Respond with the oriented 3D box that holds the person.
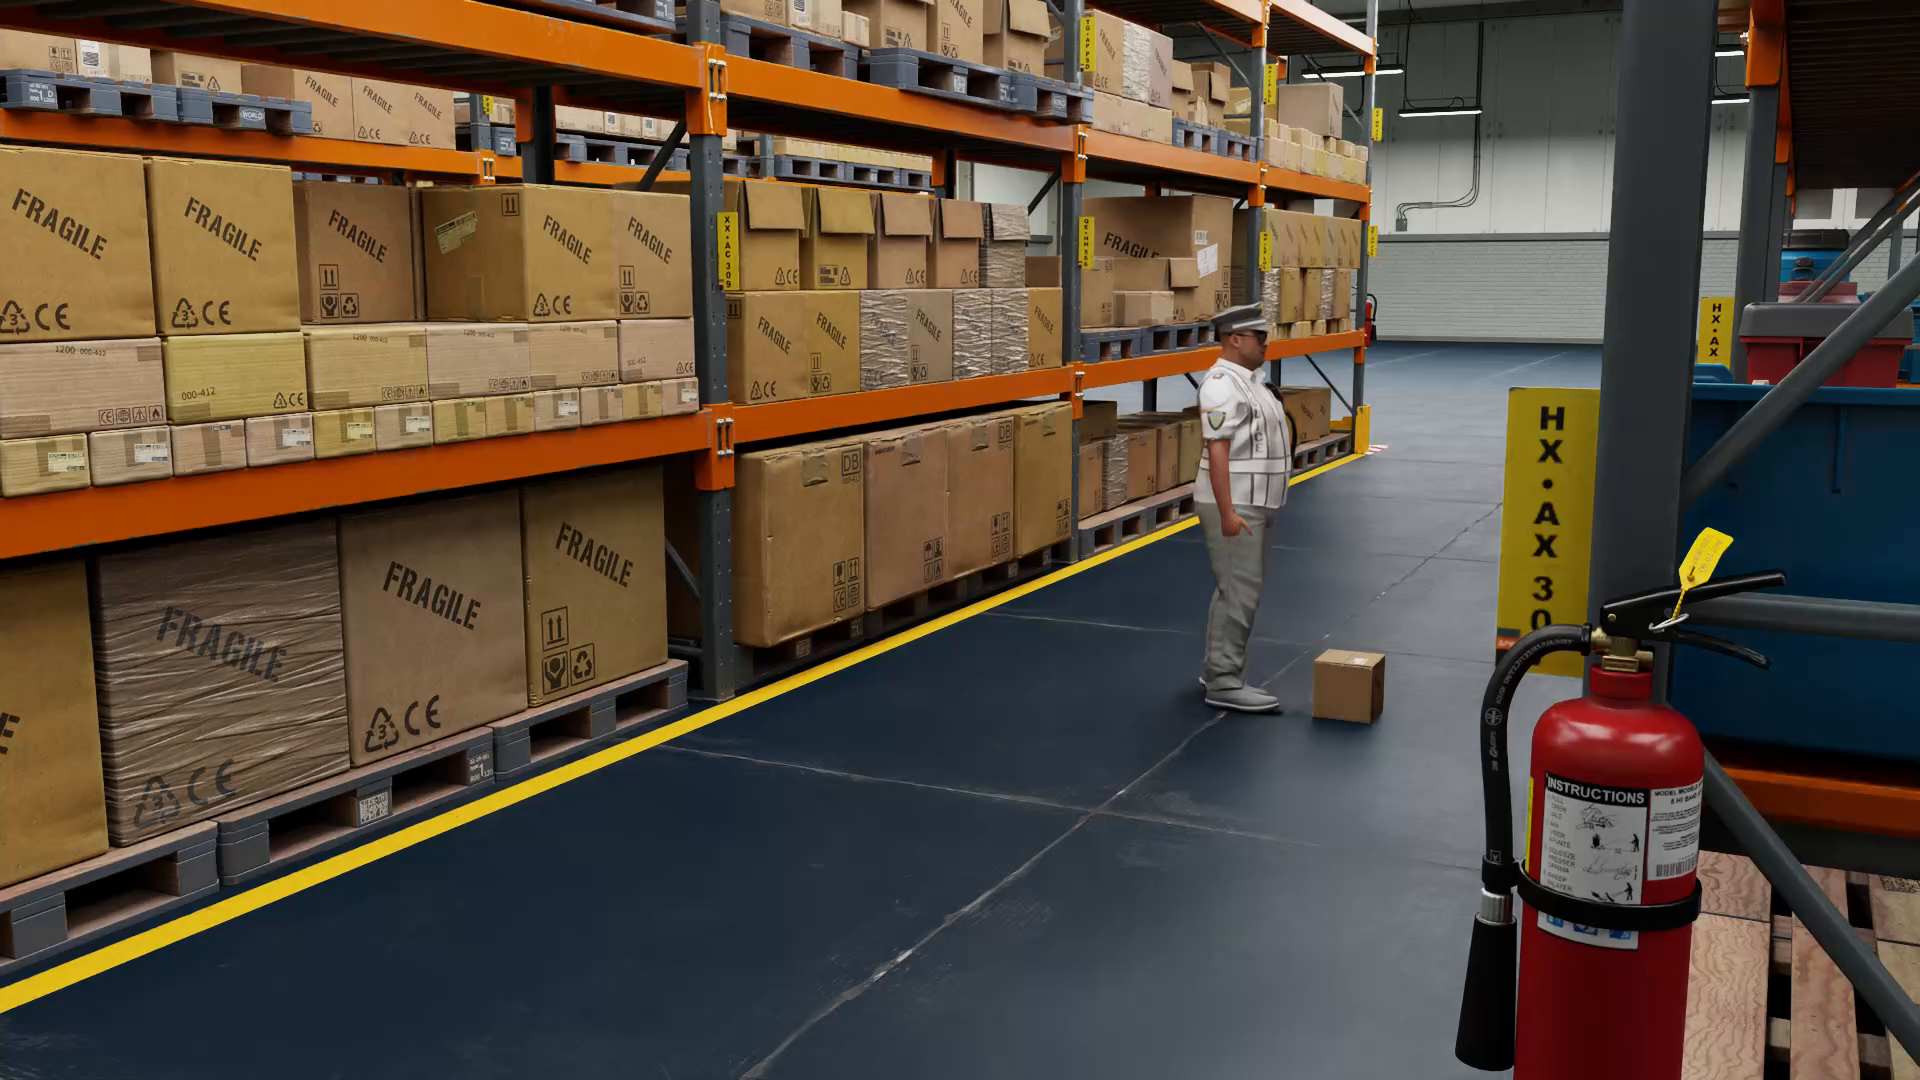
[{"bbox_3d":[1.240,-0.135,7.273,0.447,1.800,0.531,5,10,27],"label":"person"}]
